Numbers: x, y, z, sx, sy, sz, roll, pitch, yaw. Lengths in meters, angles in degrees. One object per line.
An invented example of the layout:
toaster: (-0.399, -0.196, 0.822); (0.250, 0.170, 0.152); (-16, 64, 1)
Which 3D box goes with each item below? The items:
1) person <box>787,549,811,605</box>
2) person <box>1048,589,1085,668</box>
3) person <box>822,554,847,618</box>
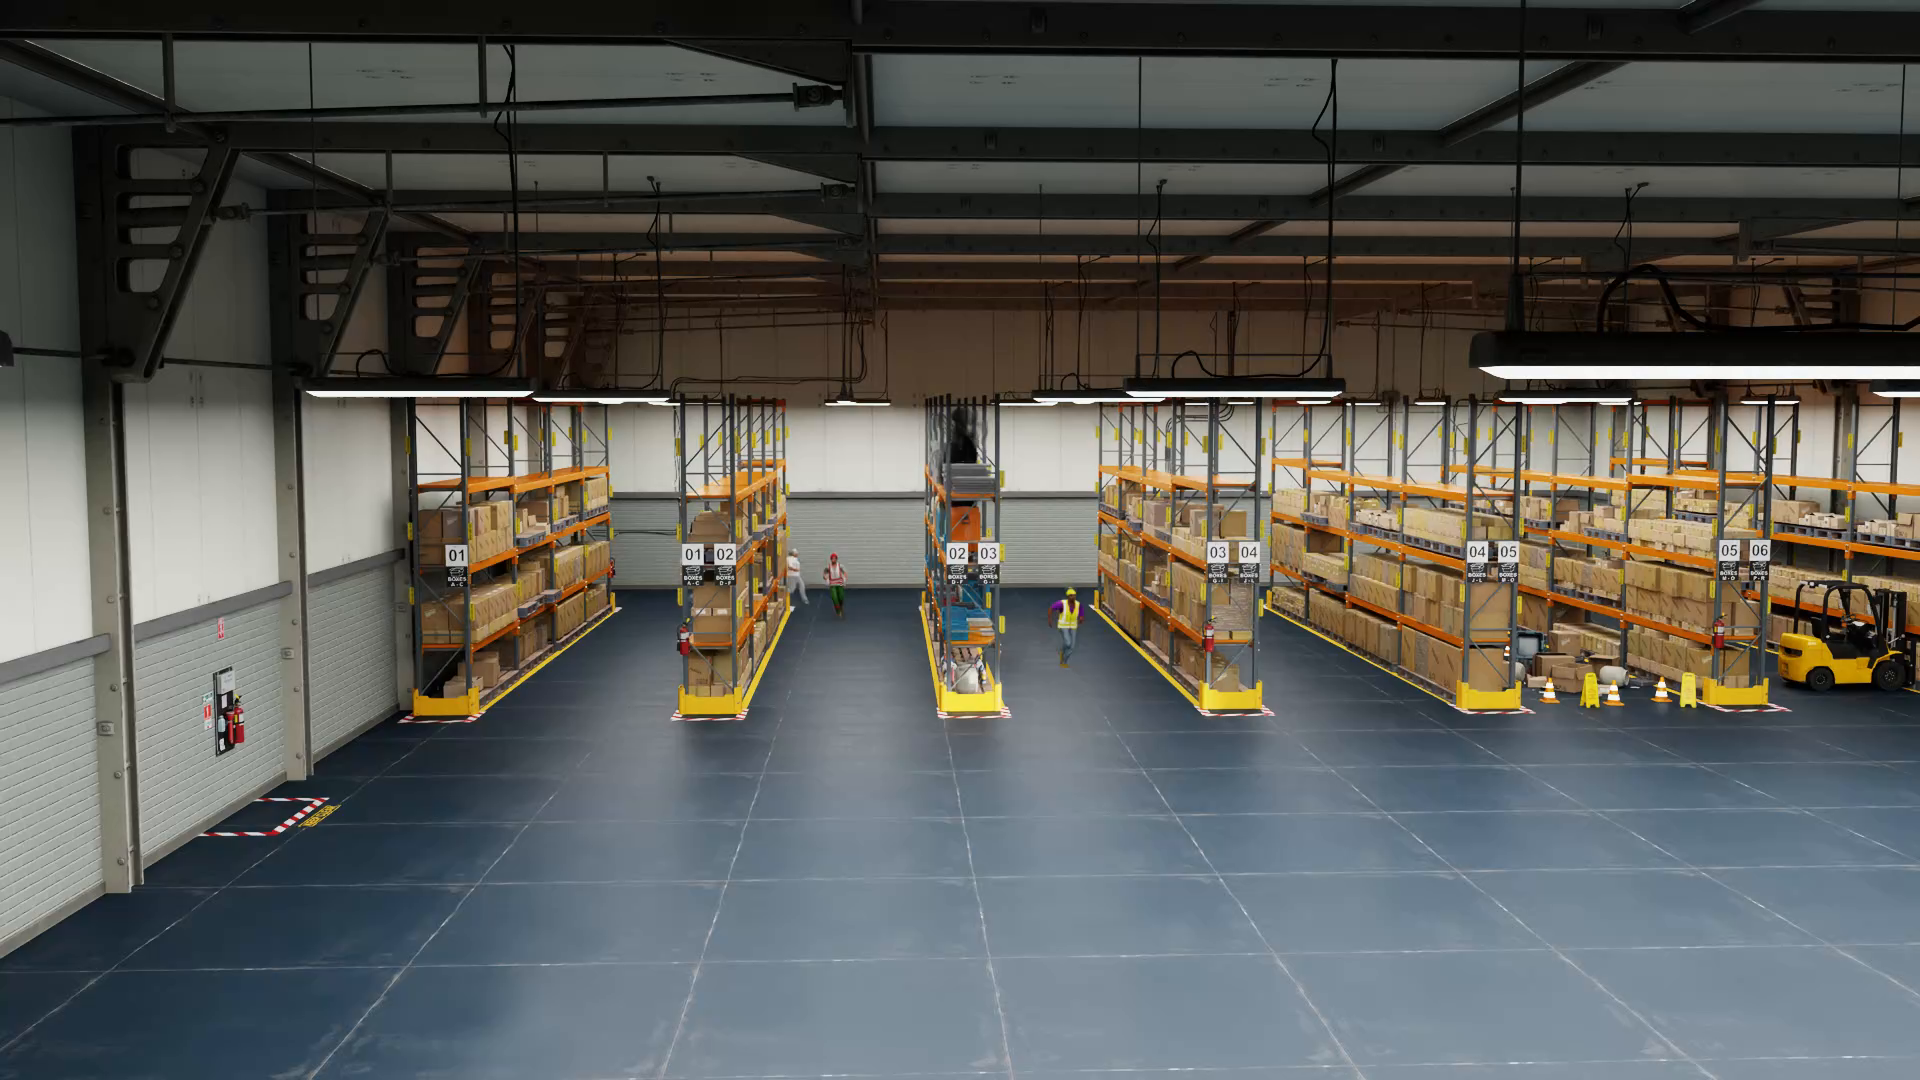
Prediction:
person: (-4.834, 1.080, 48.395); (0.942, 1.666, 0.630); (0, 5, 3)
person: (2.302, 1.890, 35.305); (0.749, 1.708, 0.648); (-1, 5, -18)
person: (-3.440, 1.245, 45.760); (0.677, 1.750, 0.677); (-1, 5, -7)
